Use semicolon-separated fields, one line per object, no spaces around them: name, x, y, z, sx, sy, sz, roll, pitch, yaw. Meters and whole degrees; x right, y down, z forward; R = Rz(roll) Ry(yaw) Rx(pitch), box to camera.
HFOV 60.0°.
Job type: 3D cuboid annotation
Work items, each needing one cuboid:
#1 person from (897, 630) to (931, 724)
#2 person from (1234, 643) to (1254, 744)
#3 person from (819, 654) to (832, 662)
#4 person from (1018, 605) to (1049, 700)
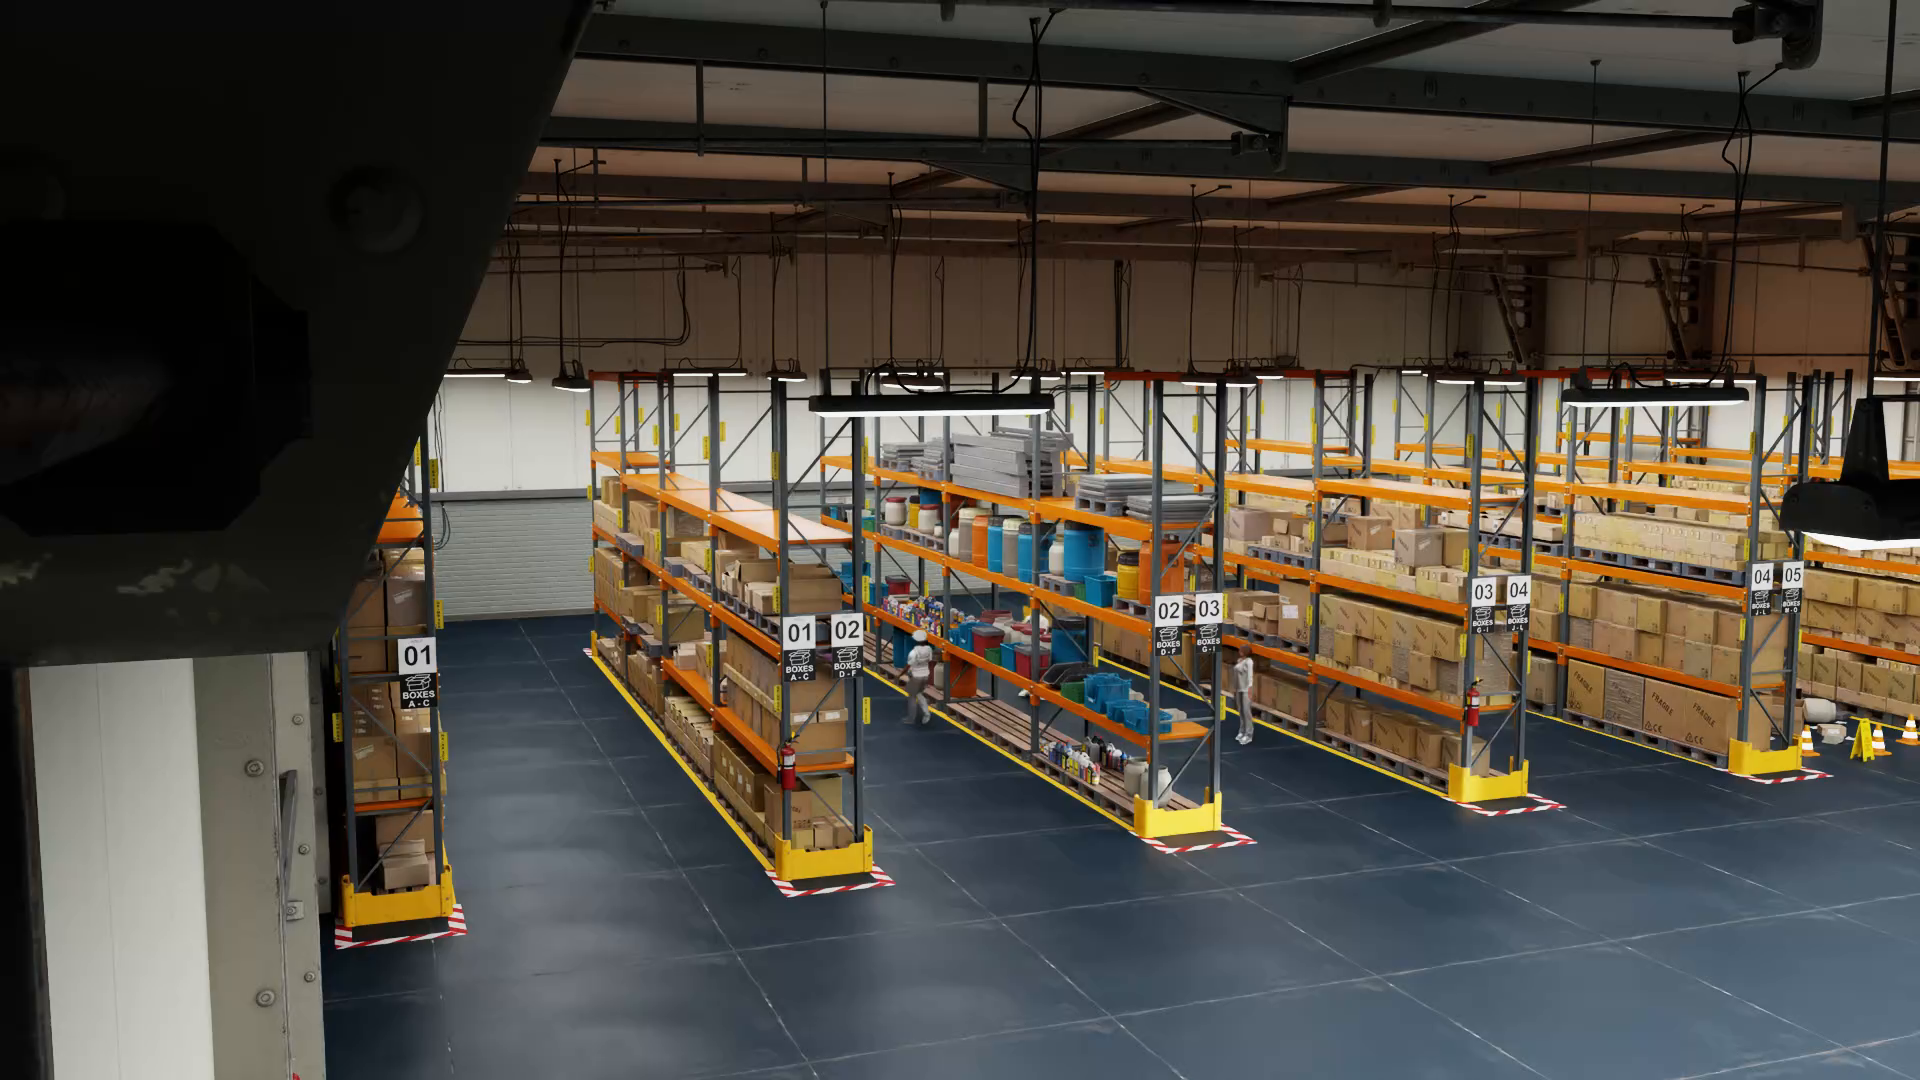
person;-0.748;2.330;28.384;0.650;1.662;0.539;5;8;40
person;4.642;2.502;27.256;0.374;1.610;0.512;-3;7;-22
person;-2.269;2.355;29.169;0.467;1.474;0.709;-6;9;-44
person;1.328;2.051;30.716;0.621;1.795;0.498;3;7;26
